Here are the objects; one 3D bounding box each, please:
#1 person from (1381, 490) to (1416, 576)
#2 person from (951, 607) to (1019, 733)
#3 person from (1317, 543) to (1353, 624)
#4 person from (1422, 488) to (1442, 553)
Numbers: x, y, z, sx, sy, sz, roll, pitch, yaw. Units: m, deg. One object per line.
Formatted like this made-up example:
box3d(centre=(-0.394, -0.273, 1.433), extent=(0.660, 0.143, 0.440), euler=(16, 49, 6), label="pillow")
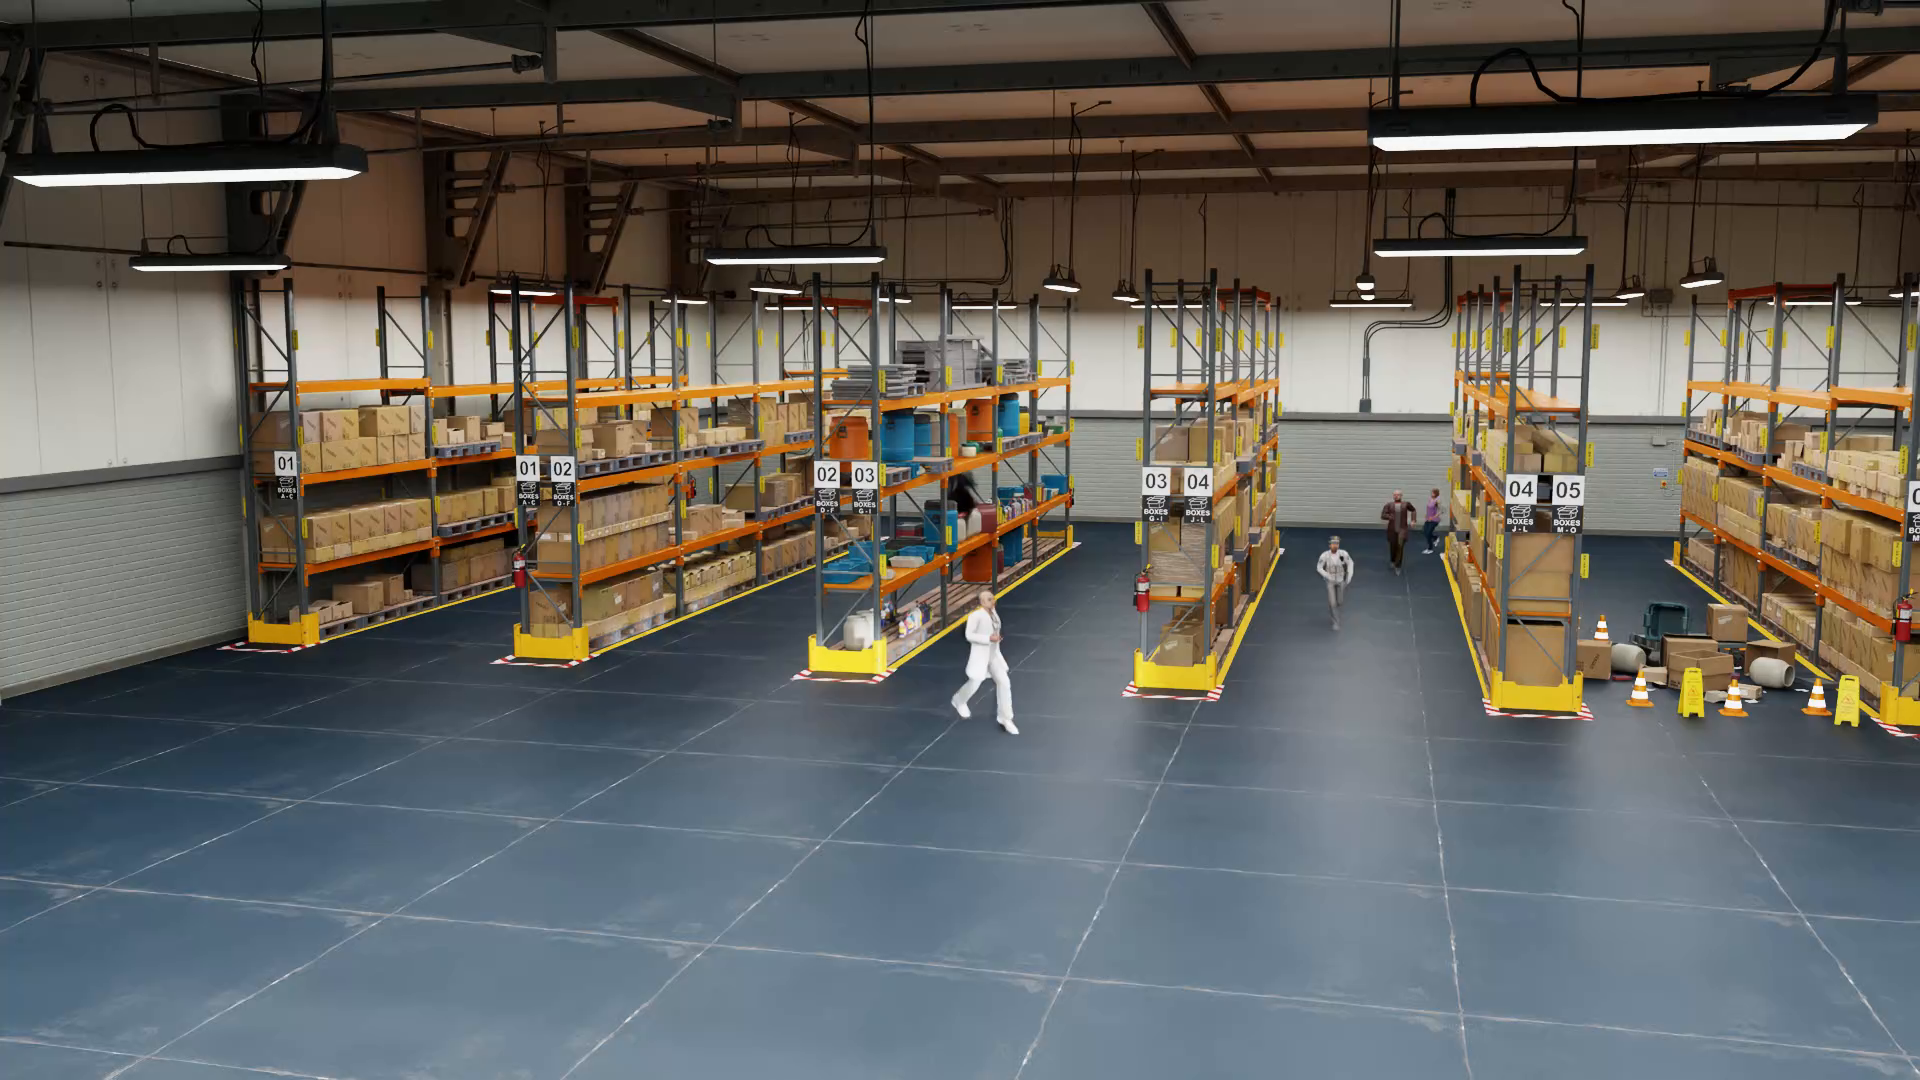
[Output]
box3d(centre=(9.450, -0.182, 35.894), extent=(0.730, 1.787, 1.052), euler=(3, 7, 21), label="person")
box3d(centre=(0.269, 1.660, 21.540), extent=(0.669, 1.632, 1.108), euler=(-6, 9, -40), label="person")
box3d(centre=(6.546, 0.713, 29.018), extent=(0.650, 1.522, 0.598), euler=(0, 7, 3), label="person")
box3d(centre=(11.206, -0.449, 39.242), extent=(0.542, 1.578, 0.513), euler=(-3, 7, -23), label="person")
